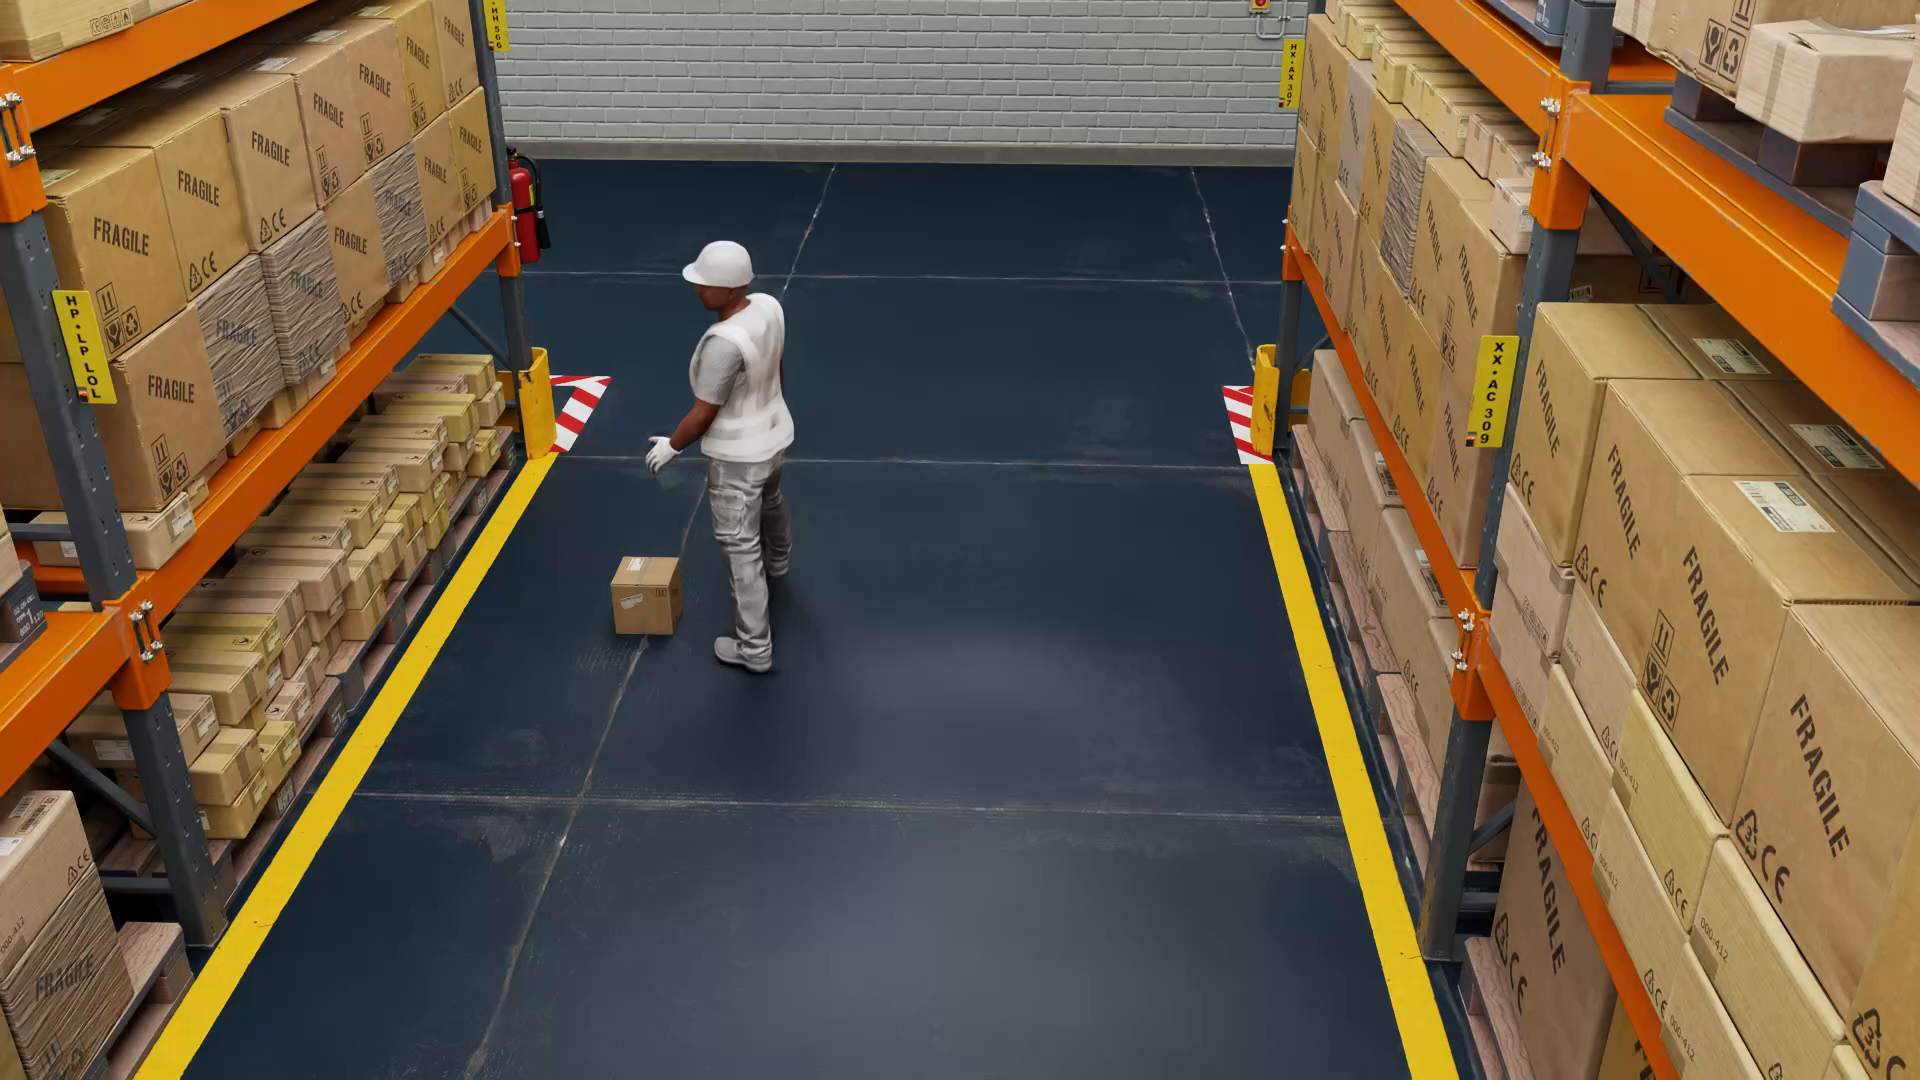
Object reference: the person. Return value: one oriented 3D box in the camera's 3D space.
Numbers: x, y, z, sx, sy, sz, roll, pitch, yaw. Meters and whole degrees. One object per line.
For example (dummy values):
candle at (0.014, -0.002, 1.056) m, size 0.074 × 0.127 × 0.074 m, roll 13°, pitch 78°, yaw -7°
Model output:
person at (-0.923, -0.440, 6.942) m, size 0.570 × 1.753 × 0.895 m, roll 10°, pitch 29°, yaw 19°
